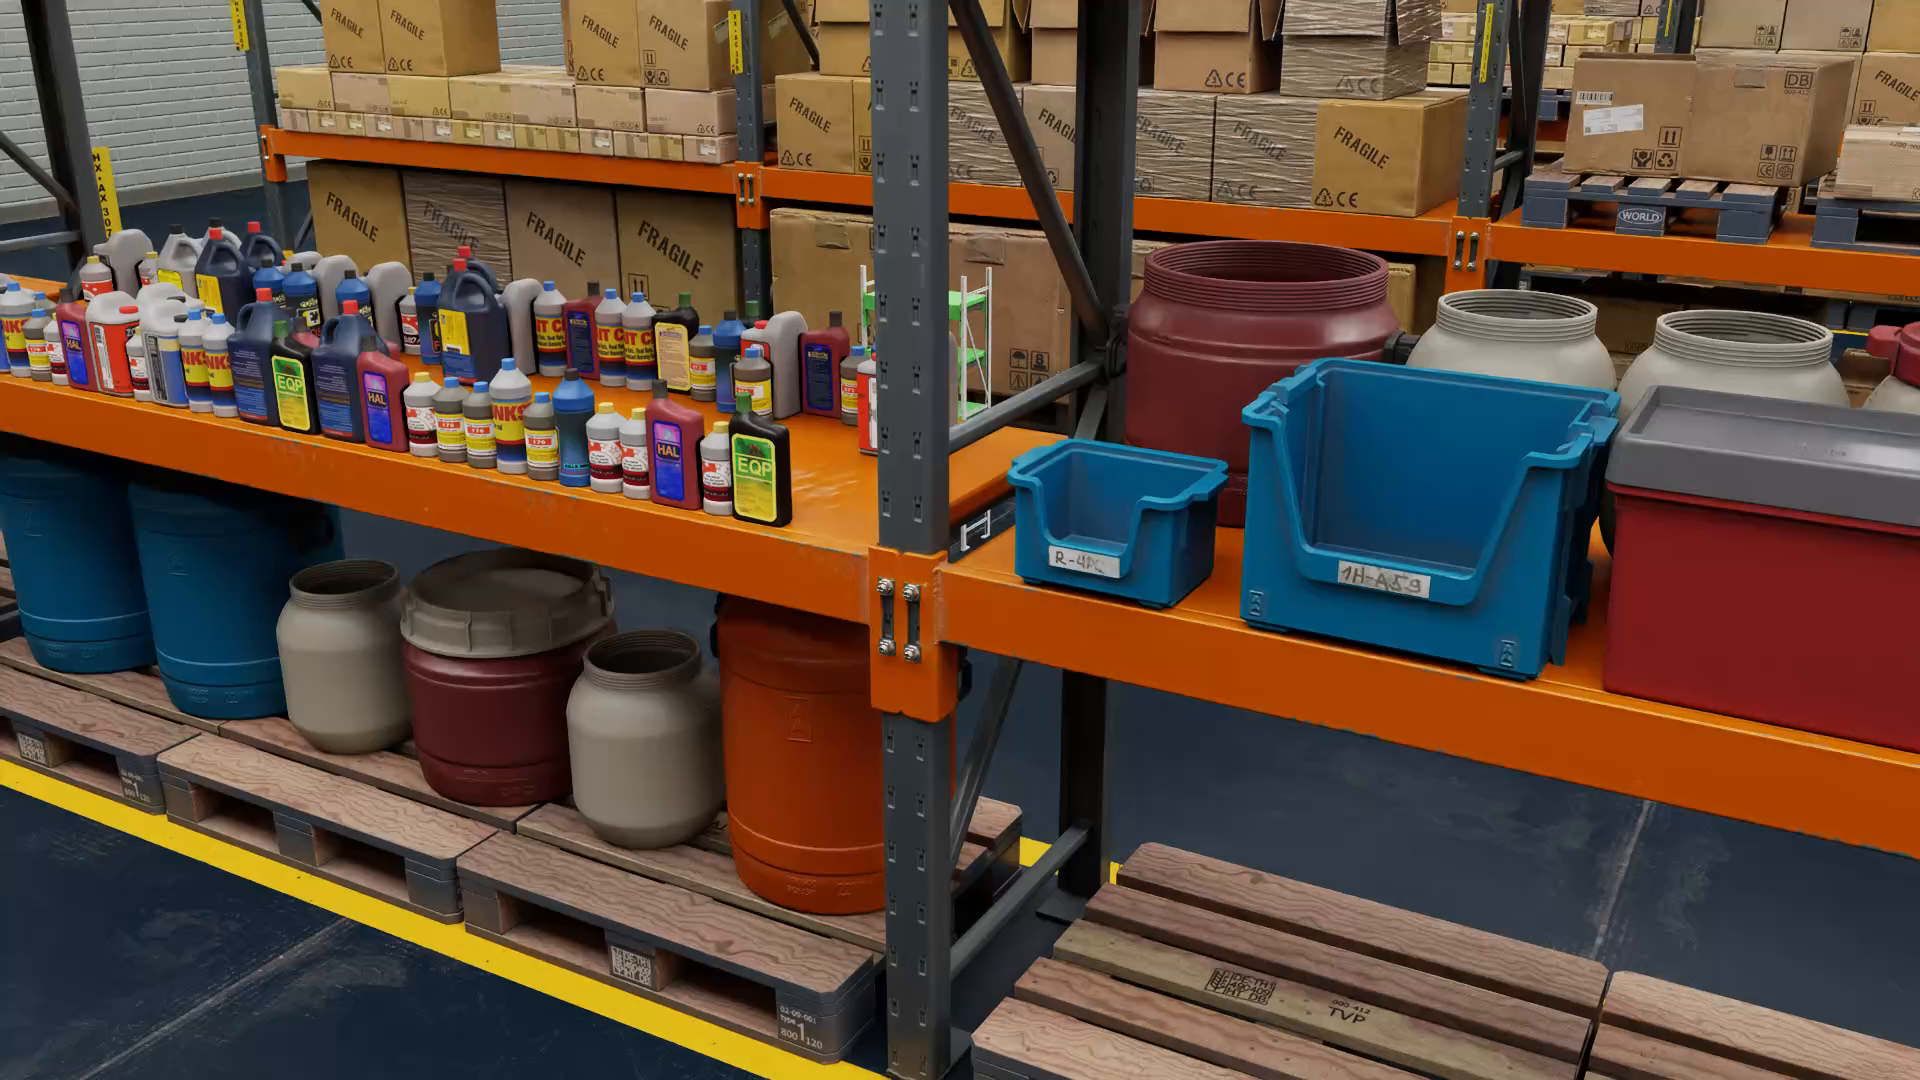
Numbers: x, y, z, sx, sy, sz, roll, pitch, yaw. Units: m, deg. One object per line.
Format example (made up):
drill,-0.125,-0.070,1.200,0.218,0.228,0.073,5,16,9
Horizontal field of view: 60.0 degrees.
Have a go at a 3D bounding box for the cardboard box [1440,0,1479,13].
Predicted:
cardboard box,5.020,-5.579,16.734,0.500,0.500,0.500,10,22,26

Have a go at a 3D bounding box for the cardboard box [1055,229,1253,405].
cardboard box,1.174,-1.236,8.874,0.875,0.875,1.225,11,23,27

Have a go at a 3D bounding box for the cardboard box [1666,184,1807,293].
cardboard box,5.536,-2.238,11.818,0.750,0.750,1.050,10,22,27

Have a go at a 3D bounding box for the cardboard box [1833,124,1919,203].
cardboard box,3.892,-1.546,6.831,0.500,0.250,0.500,10,22,26

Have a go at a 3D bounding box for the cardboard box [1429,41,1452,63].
cardboard box,3.496,-3.562,12.103,0.250,0.149,0.380,11,22,27

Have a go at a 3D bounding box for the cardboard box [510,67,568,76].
cardboard box,-2.547,-2.910,10.771,0.500,0.250,0.500,11,23,27

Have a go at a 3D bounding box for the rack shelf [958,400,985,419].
rack shelf,-0.144,-0.532,7.258,0.480,0.148,0.258,11,23,27

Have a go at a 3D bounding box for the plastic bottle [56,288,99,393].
plastic bottle,-2.479,-0.566,4.698,0.133,0.283,0.061,11,23,27

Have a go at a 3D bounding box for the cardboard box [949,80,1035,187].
cardboard box,0.205,-2.161,8.776,0.500,0.500,0.500,10,22,26

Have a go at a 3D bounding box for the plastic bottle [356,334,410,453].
plastic bottle,-1.434,-0.367,4.149,0.133,0.283,0.061,11,23,27

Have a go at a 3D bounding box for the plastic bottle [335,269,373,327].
plastic bottle,-1.830,-0.681,5.033,0.097,0.271,0.097,0,20,0

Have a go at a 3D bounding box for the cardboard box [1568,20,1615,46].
cardboard box,4.397,-3.530,11.577,0.250,0.149,0.380,10,22,25

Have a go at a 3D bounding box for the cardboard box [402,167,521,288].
cardboard box,-3.051,-2.061,11.148,0.875,0.875,0.875,11,23,27

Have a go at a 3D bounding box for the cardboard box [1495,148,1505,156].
cardboard box,4.121,-2.872,12.833,0.500,0.250,0.500,10,22,27

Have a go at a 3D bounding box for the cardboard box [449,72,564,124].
cardboard box,-2.804,-2.751,10.334,0.500,0.250,0.500,10,22,26

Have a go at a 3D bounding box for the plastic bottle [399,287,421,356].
plastic bottle,-1.671,-0.677,5.125,0.097,0.201,0.097,0,20,0

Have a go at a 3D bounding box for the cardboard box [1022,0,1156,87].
cardboard box,0.754,-2.630,8.598,0.637,0.503,0.797,12,23,29

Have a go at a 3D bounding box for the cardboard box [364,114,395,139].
cardboard box,-3.618,-2.693,10.759,0.250,0.149,0.380,10,22,26

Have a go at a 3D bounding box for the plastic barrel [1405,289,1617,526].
plastic barrel,1.128,-0.237,3.454,0.421,0.512,0.421,0,20,0

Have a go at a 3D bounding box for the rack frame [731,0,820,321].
rack frame,-0.951,-2.431,9.668,0.127,3.000,1.000,11,23,27

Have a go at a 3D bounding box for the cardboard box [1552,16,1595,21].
cardboard box,4.503,-3.763,12.221,0.250,0.149,0.380,10,22,26

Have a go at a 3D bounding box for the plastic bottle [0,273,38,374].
plastic bottle,-2.829,-0.647,4.932,0.135,0.276,0.152,11,23,27

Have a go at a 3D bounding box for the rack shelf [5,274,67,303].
rack shelf,-5.113,-0.951,6.643,4.000,0.370,1.077,11,23,27

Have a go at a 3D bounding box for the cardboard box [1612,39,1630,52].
cardboard box,4.724,-3.585,12.166,0.250,0.149,0.380,12,23,30

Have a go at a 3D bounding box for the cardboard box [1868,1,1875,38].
cardboard box,8.112,-4.872,15.199,0.500,0.500,0.500,12,23,30

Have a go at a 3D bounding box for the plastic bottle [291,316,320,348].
plastic bottle,-1.682,-0.438,4.345,0.133,0.283,0.061,11,23,27

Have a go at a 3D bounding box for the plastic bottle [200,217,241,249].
plastic bottle,-2.405,-0.878,5.459,0.185,0.351,0.144,11,23,27

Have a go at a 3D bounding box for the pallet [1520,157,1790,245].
pallet,3.215,-1.589,7.628,1.003,0.211,1.213,11,23,27

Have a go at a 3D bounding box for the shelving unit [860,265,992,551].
shelving unit,-0.144,-0.592,7.236,0.503,1.200,0.258,11,23,27

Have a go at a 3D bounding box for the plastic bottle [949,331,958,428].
plastic bottle,-0.095,-0.401,4.255,0.135,0.276,0.152,11,23,27

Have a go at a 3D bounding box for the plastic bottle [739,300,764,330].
plastic bottle,-0.593,-0.518,4.564,0.133,0.283,0.061,11,23,27

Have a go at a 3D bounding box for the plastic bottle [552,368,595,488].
plastic bottle,-0.899,-0.267,3.890,0.097,0.271,0.097,0,20,0

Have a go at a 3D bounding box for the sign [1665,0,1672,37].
sign,4.792,-3.570,11.225,0.005,0.325,0.100,11,23,27

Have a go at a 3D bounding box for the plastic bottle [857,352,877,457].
plastic bottle,-0.169,-0.356,4.130,0.135,0.276,0.152,11,23,27

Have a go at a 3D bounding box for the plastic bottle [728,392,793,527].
plastic bottle,-0.436,-0.177,3.625,0.133,0.283,0.061,11,23,27

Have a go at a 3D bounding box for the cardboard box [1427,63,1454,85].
cardboard box,3.501,-3.422,12.151,0.250,0.149,0.380,10,22,25

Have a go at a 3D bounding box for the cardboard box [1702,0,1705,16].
cardboard box,7.063,-5.388,16.207,0.500,0.500,0.500,10,22,26

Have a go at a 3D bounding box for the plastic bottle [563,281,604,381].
plastic bottle,-1.081,-0.611,4.821,0.133,0.283,0.061,11,23,27

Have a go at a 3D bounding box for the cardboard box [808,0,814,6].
cardboard box,-1.230,-4.977,14.639,0.500,0.500,0.500,12,23,29

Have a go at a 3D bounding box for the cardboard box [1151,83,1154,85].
cardboard box,0.914,-2.228,8.961,0.500,0.500,0.500,11,23,27

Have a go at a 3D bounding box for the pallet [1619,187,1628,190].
pallet,6.722,-3.559,16.867,1.213,0.211,1.003,11,23,27

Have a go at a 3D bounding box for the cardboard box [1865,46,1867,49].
cardboard box,6.007,-3.194,11.626,0.500,0.500,0.500,11,23,27

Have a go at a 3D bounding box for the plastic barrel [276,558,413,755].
plastic barrel,-1.832,0.349,5.036,0.421,0.512,0.421,0,20,0

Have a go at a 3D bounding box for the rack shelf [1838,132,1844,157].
rack shelf,6.794,-2.555,11.065,4.000,0.370,1.077,11,23,27

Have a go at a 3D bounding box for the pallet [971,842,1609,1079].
pallet,0.783,1.160,3.858,1.213,0.211,1.003,11,23,27

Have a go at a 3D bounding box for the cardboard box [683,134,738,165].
cardboard box,-1.377,-2.266,9.582,0.250,0.149,0.380,11,23,28

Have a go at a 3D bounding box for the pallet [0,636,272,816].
pallet,-2.713,0.495,5.691,1.213,0.211,1.003,11,23,27

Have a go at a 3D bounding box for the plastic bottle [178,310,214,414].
plastic bottle,-2.050,-0.486,4.494,0.097,0.271,0.097,0,20,0

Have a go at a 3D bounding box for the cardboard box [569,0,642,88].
cardboard box,-1.918,-2.934,9.740,0.500,0.500,0.500,11,23,28

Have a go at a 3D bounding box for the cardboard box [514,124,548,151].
cardboard box,-2.499,-2.480,10.171,0.250,0.149,0.380,10,22,26
